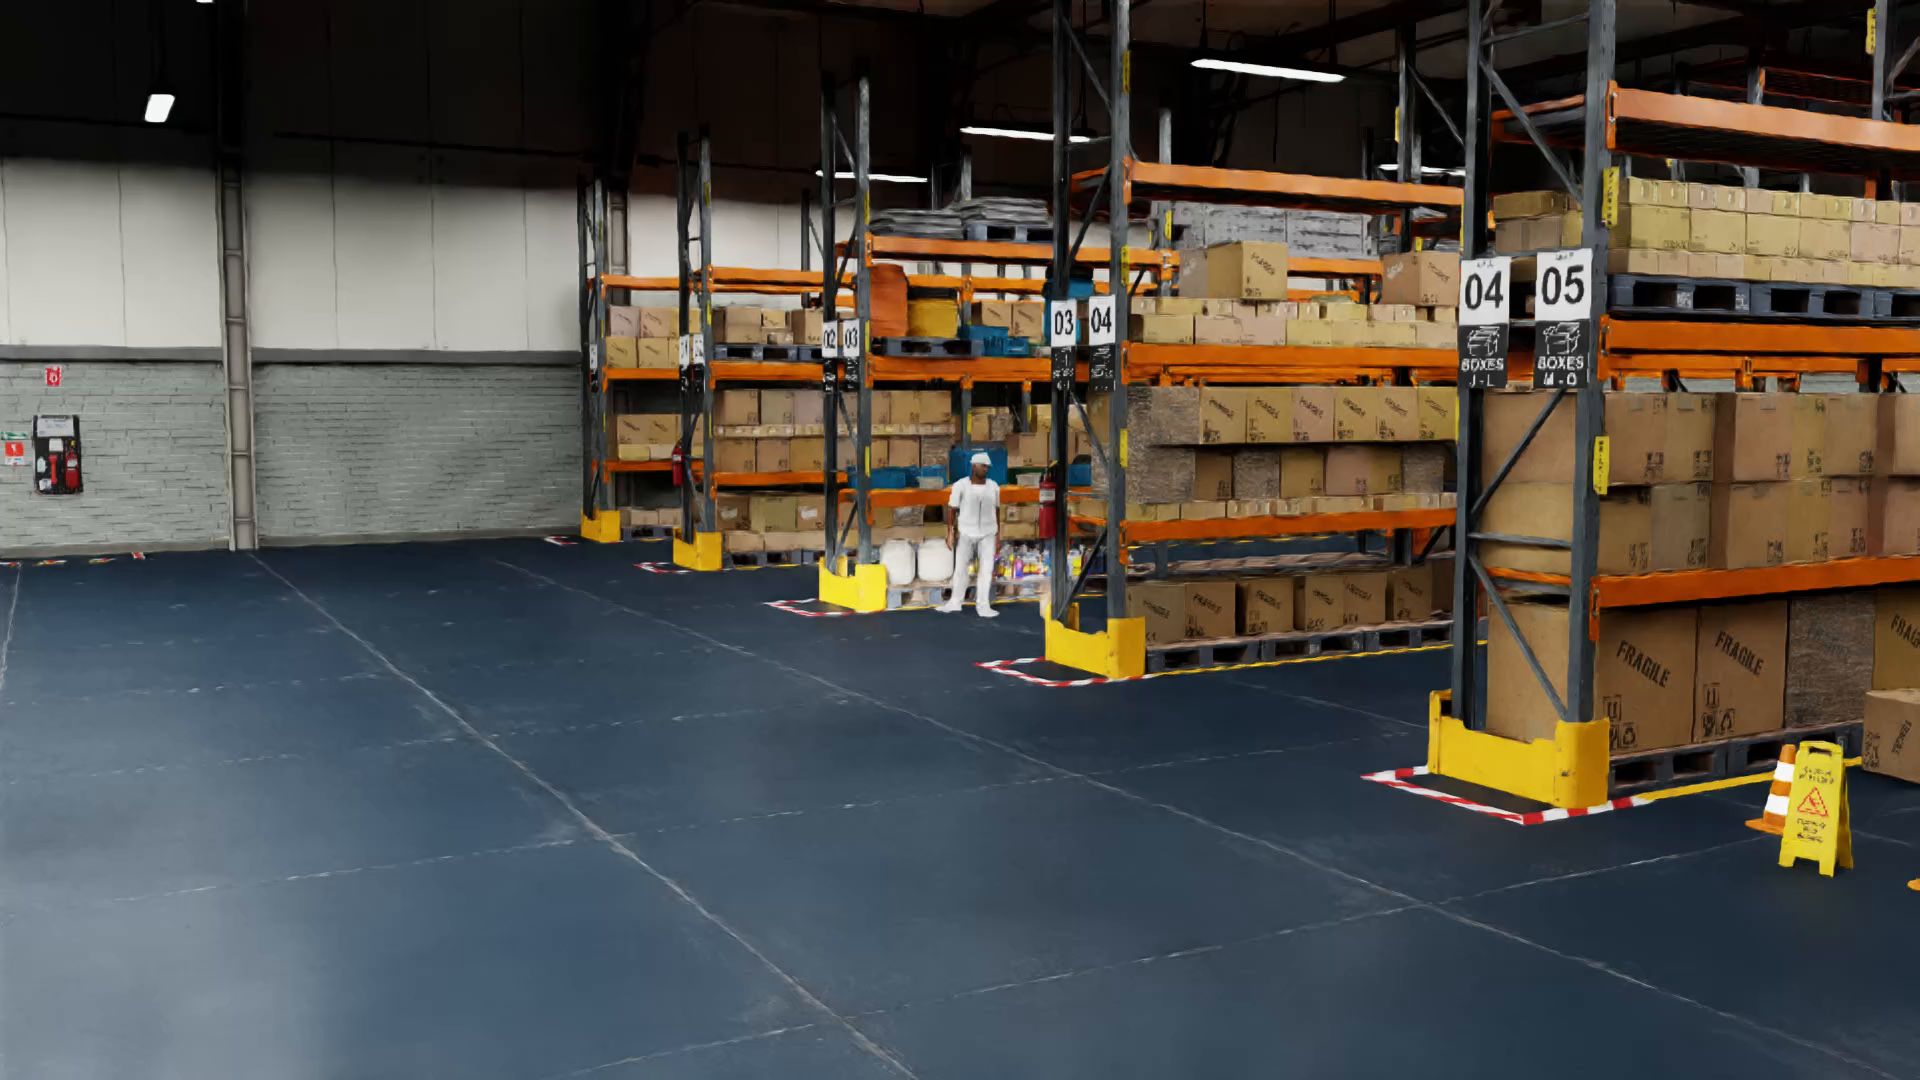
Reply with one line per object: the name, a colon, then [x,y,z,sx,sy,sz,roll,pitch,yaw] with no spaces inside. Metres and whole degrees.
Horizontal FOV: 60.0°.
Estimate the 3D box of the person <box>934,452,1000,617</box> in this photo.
person: [0.090,-0.065,17.889,0.706,1.772,0.474,-1,5,-7]
